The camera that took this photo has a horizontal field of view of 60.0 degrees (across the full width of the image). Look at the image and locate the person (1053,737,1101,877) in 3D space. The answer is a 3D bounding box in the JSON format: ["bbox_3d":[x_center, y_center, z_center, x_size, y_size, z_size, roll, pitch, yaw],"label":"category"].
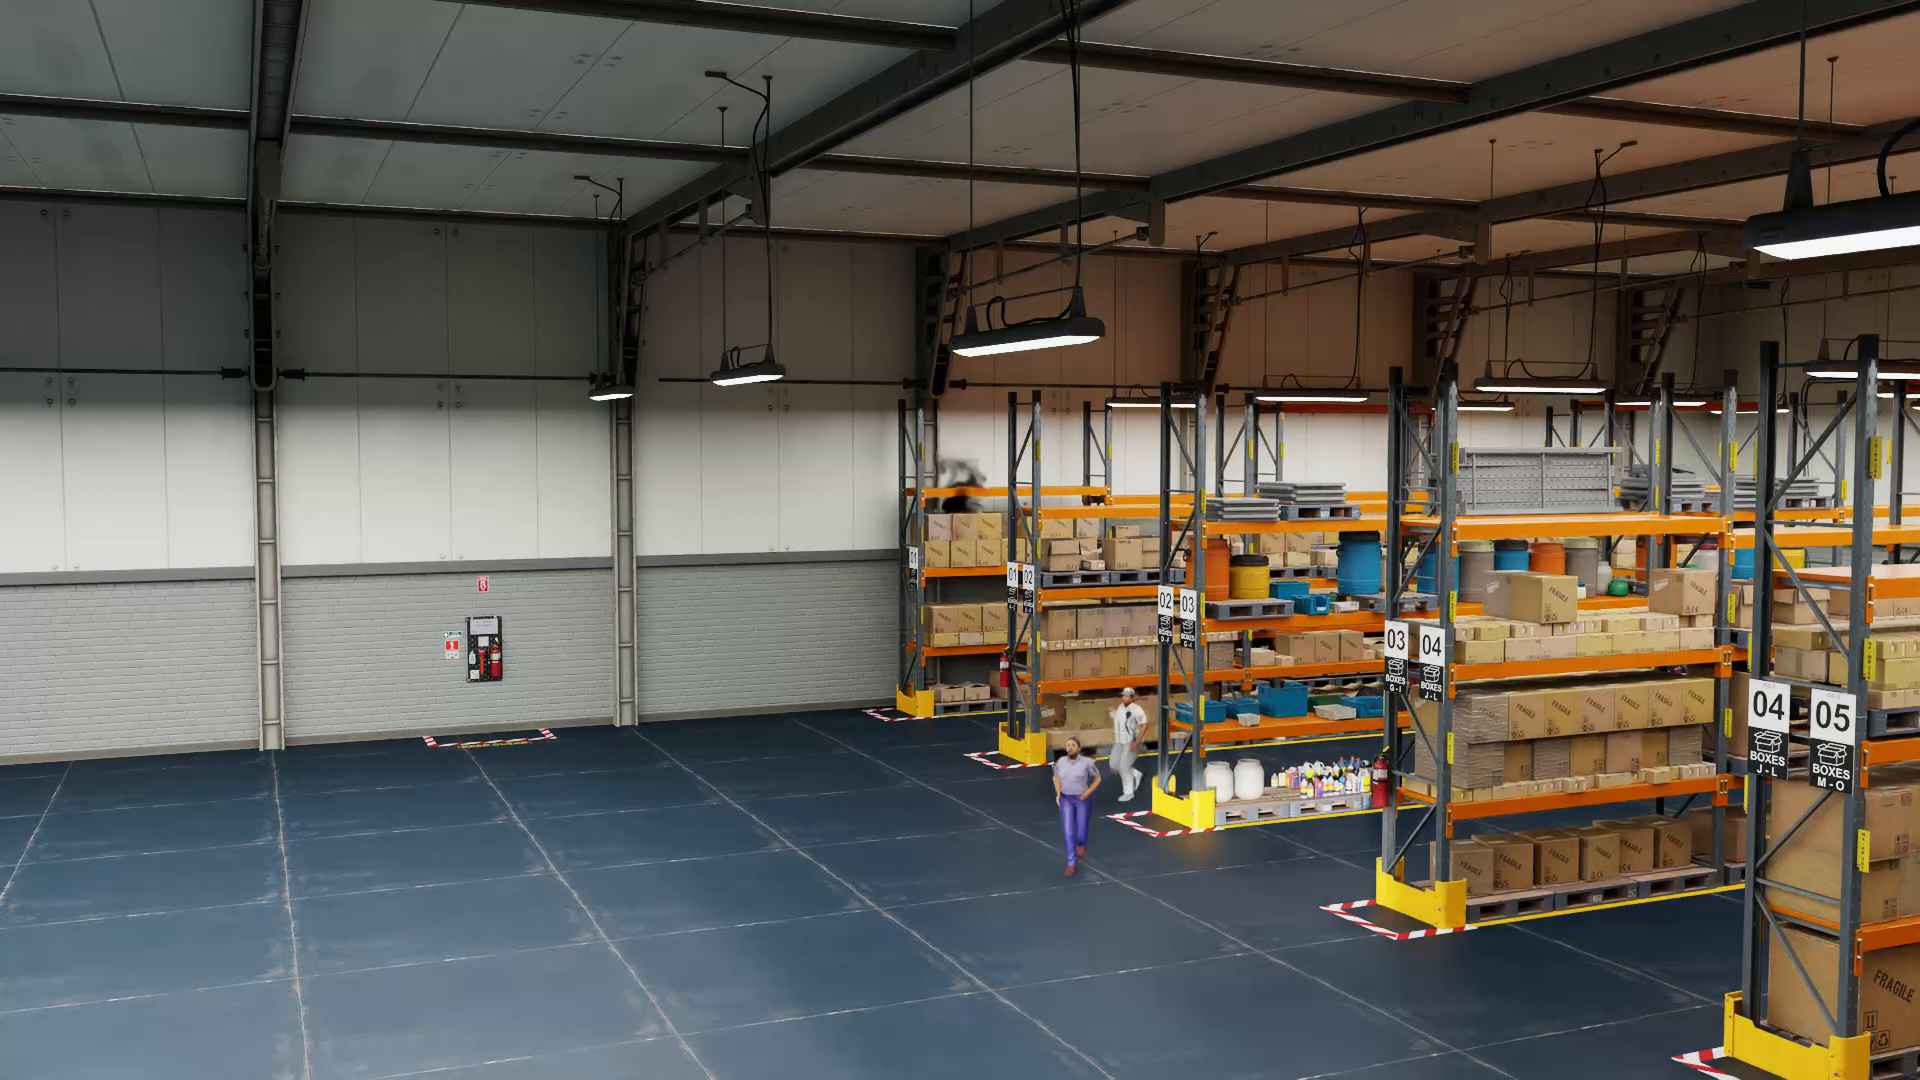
[{"bbox_3d":[1.401,3.190,20.100,0.602,1.638,0.686,1,3,13],"label":"person"}]

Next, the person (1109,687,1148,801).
[{"bbox_3d":[2.454,2.950,24.142,0.530,1.638,0.639,-2,4,-32],"label":"person"}]
